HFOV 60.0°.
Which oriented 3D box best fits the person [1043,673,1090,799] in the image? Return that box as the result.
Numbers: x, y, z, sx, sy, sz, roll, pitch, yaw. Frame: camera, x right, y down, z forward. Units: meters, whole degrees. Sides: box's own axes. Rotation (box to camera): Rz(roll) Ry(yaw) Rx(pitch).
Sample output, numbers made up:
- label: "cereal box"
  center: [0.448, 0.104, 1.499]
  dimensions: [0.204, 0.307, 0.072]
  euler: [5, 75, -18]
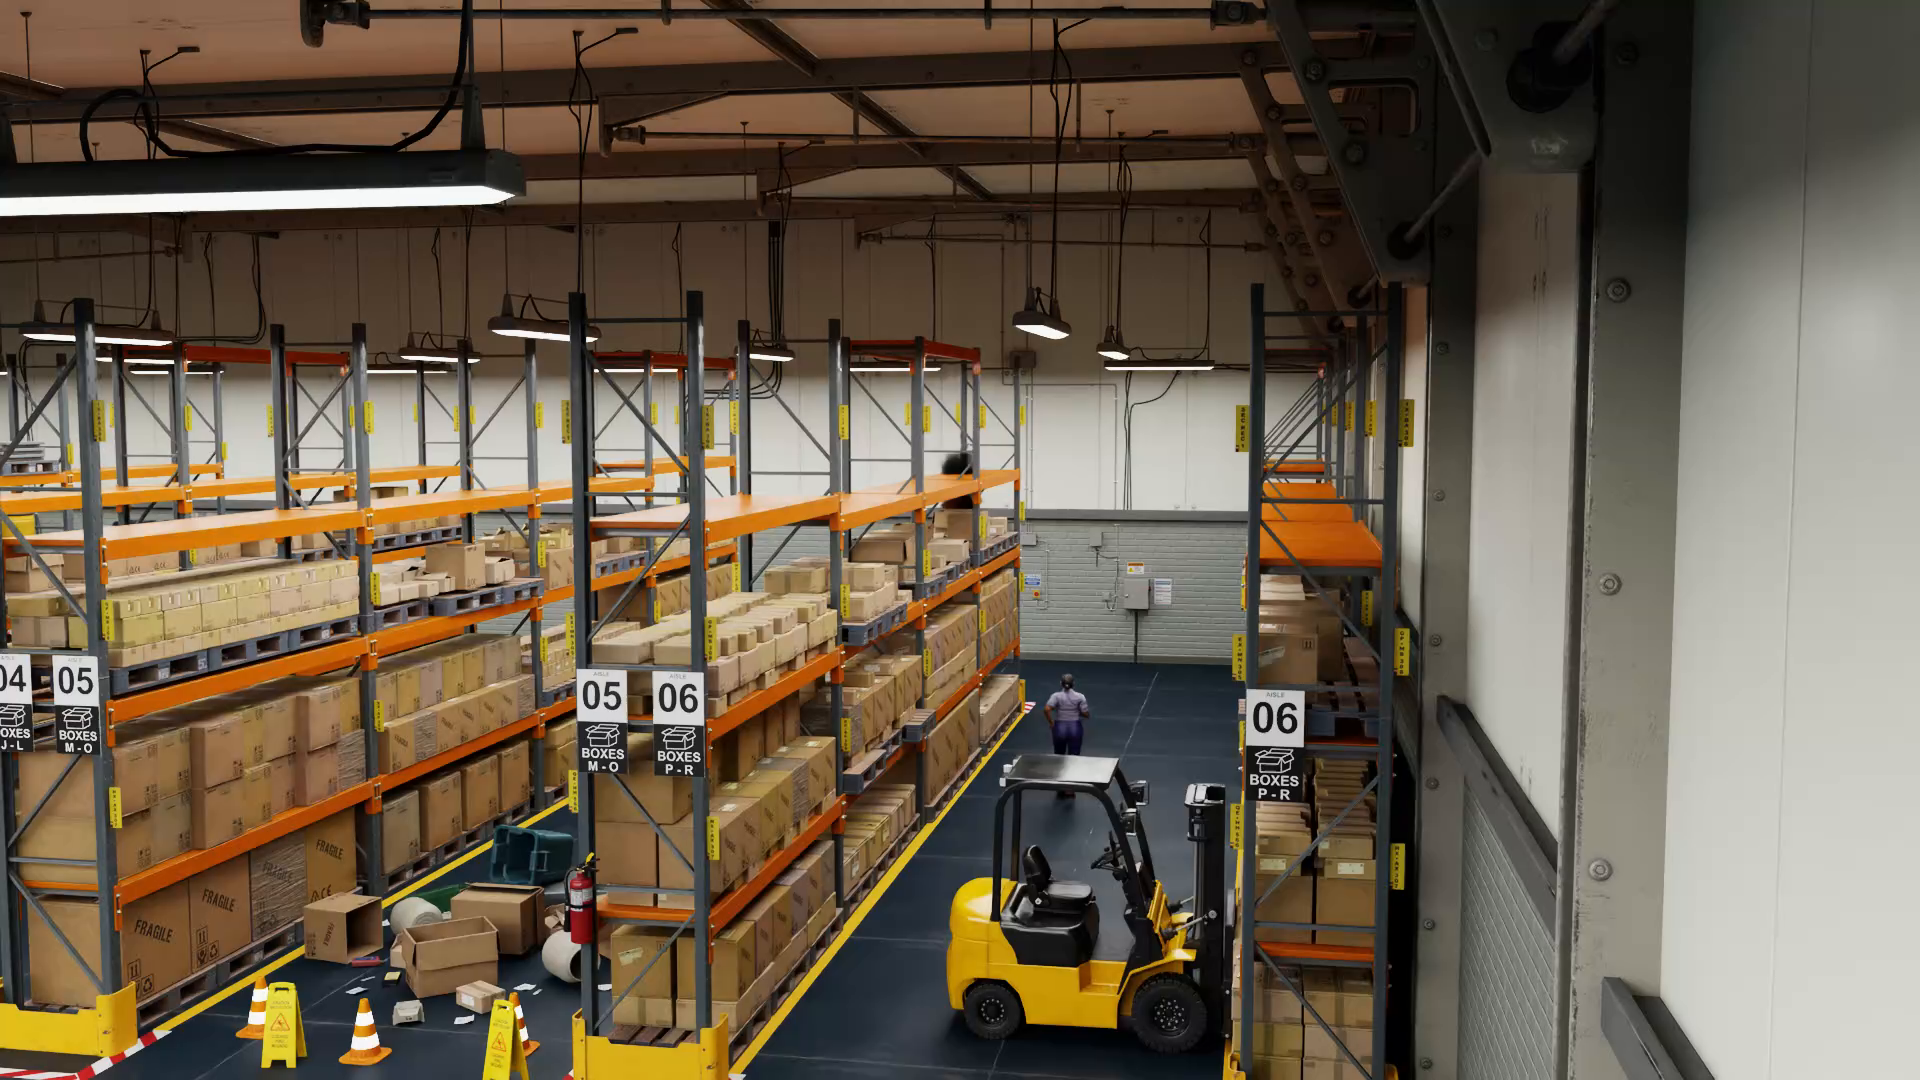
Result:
- label: "person"
  center: [1.407, 2.580, 21.777]
  dimensions: [0.592, 1.686, 0.779]
  euler: [1, 5, 8]
